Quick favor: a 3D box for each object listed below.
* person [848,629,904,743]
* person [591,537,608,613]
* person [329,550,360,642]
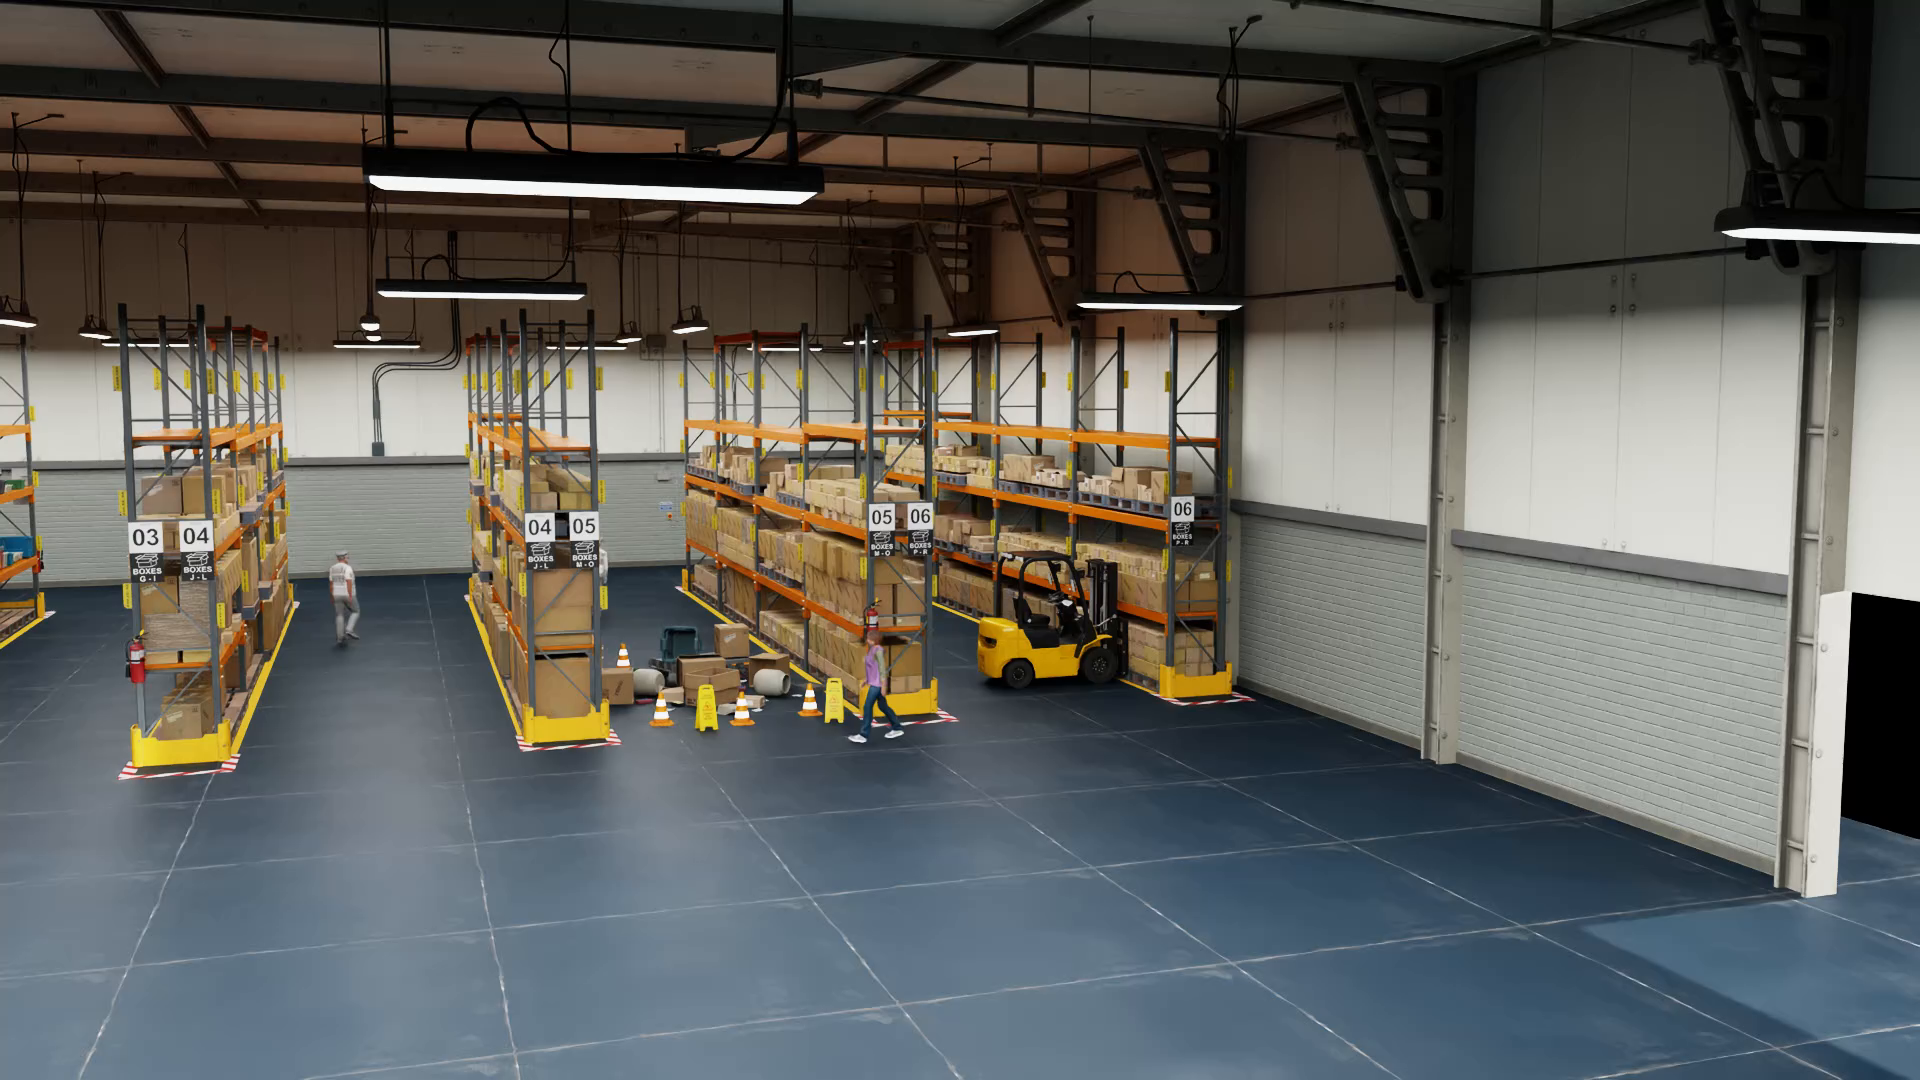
[{"bbox_3d":[-1.174,2.023,23.202,0.789,1.570,0.420,0,5,-5],"label":"person"},{"bbox_3d":[-7.823,0.770,35.774,0.517,1.674,0.422,-2,6,-18],"label":"person"},{"bbox_3d":[-11.868,1.083,32.026,0.578,1.746,0.509,0,5,-1],"label":"person"}]
